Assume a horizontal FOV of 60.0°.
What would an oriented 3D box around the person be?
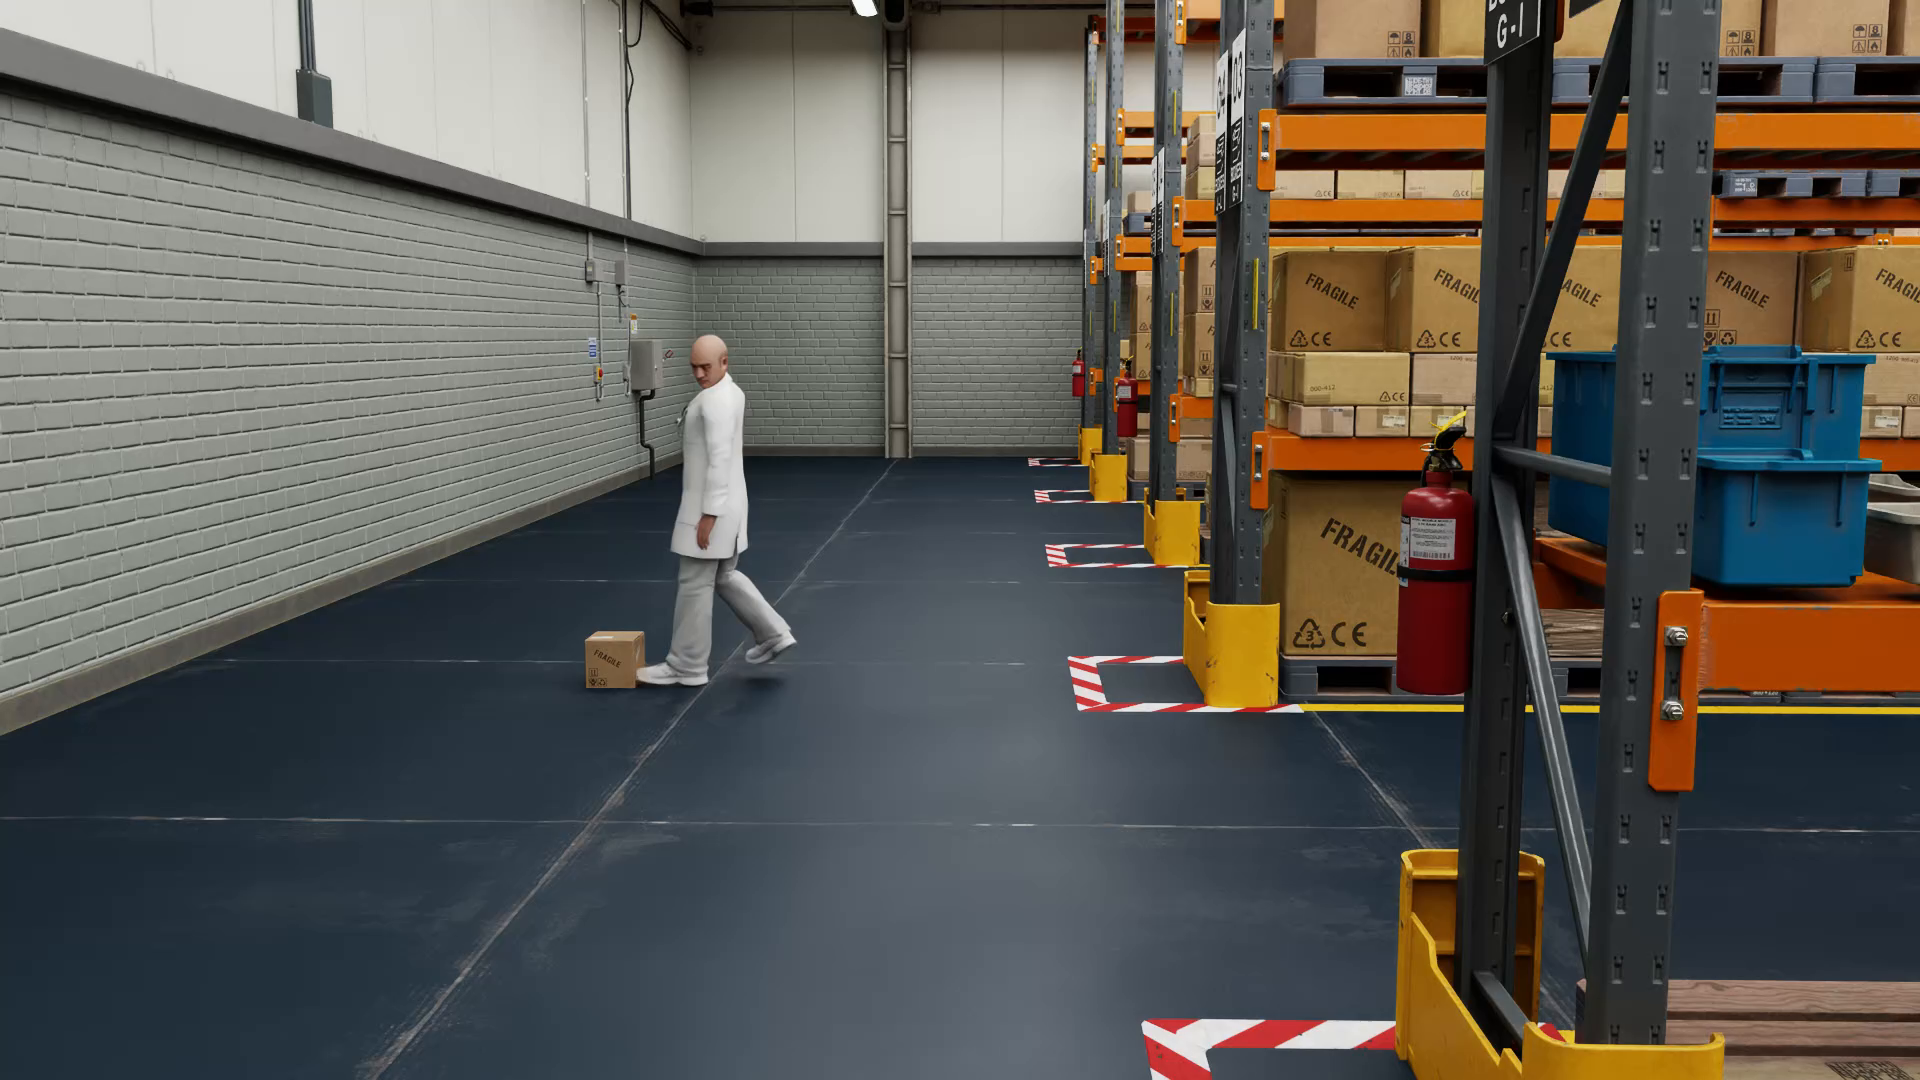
[{"bbox_3d":[-1.249,-0.084,8.454,0.800,1.630,0.631,1,7,8],"label":"person"}]
